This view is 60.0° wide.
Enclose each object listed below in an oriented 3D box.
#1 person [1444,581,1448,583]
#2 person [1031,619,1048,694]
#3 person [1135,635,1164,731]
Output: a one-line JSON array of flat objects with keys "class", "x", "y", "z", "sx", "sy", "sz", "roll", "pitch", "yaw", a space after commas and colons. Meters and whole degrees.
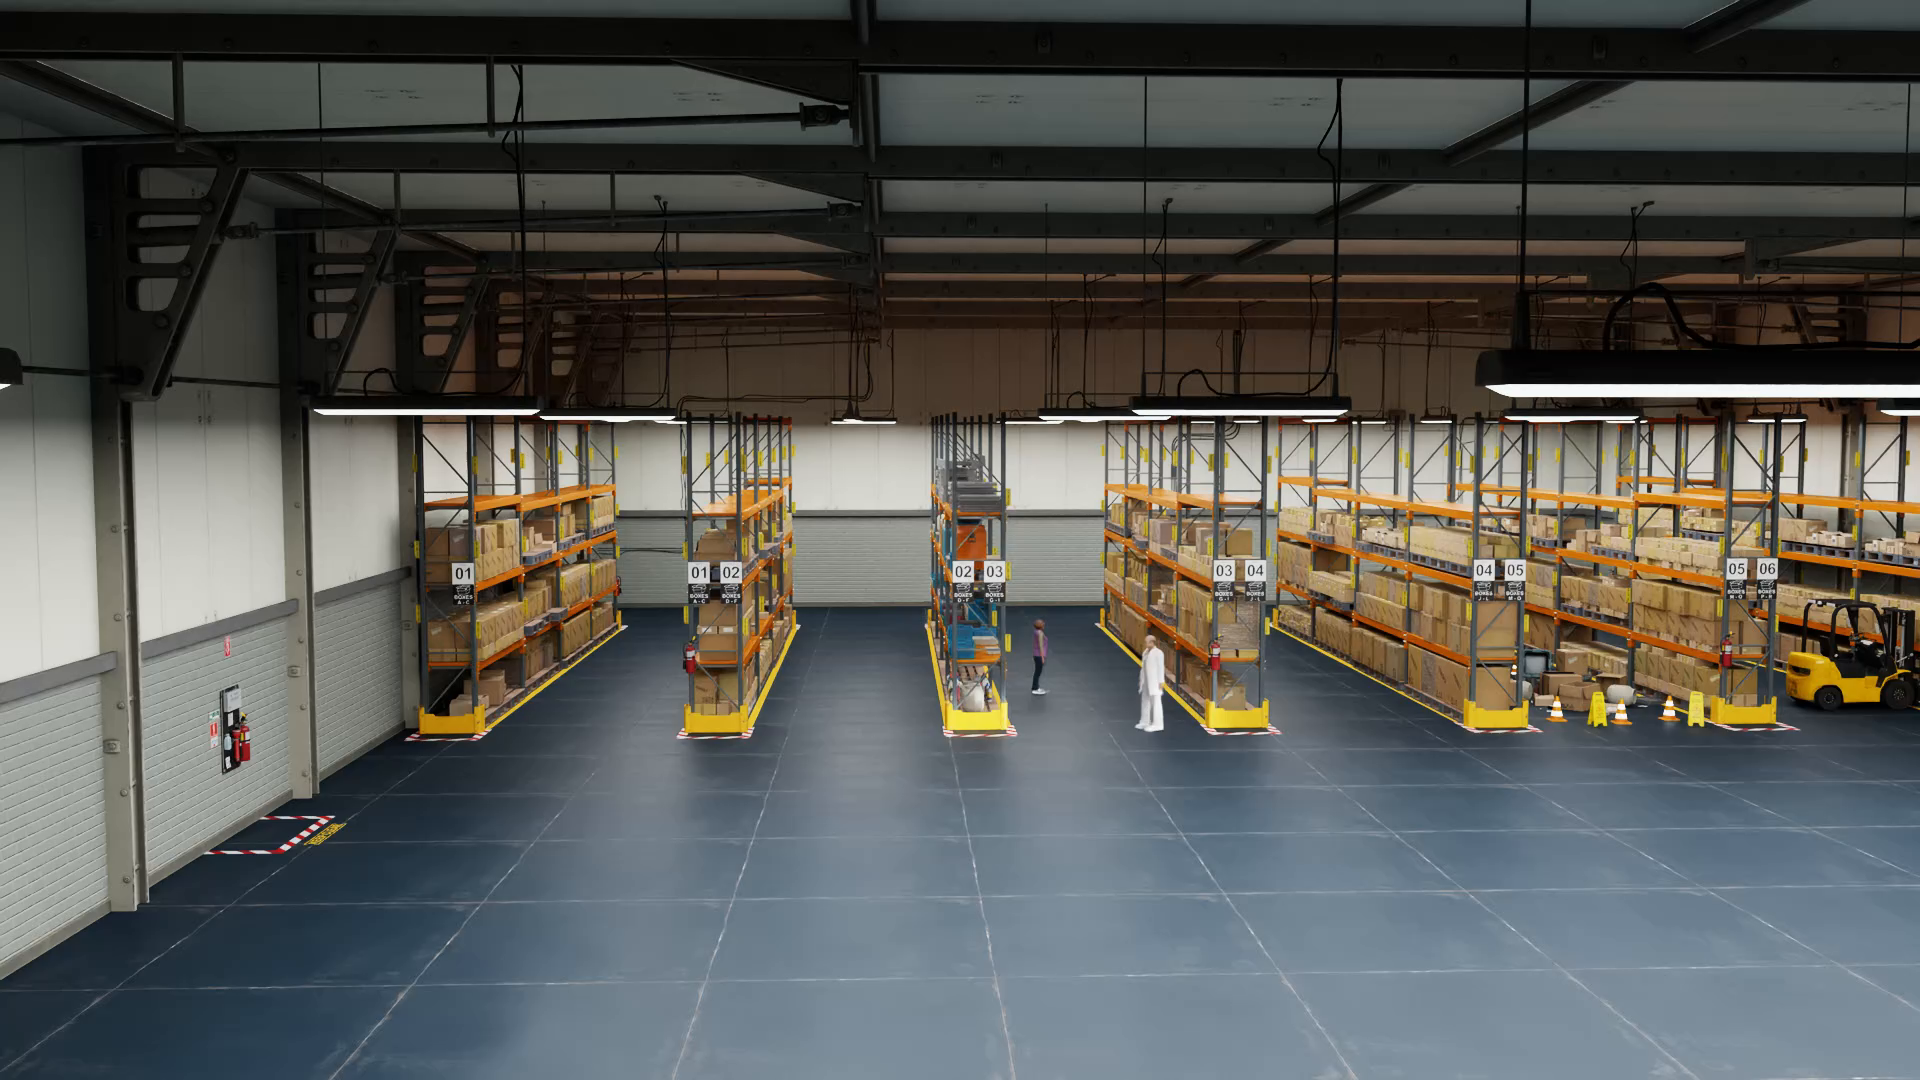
[{"class": "person", "x": 12.834, "y": 1.914, "z": 44.245, "sx": 0.550, "sy": 1.664, "sz": 0.494, "roll": 2, "pitch": 4, "yaw": 28}, {"class": "person", "x": 1.692, "y": 2.497, "z": 35.650, "sx": 0.338, "sy": 1.602, "sz": 0.520, "roll": -1, "pitch": 4, "yaw": -13}, {"class": "person", "x": 3.557, "y": 2.687, "z": 31.371, "sx": 0.452, "sy": 1.782, "sz": 0.644, "roll": -3, "pitch": 5, "yaw": -33}]
